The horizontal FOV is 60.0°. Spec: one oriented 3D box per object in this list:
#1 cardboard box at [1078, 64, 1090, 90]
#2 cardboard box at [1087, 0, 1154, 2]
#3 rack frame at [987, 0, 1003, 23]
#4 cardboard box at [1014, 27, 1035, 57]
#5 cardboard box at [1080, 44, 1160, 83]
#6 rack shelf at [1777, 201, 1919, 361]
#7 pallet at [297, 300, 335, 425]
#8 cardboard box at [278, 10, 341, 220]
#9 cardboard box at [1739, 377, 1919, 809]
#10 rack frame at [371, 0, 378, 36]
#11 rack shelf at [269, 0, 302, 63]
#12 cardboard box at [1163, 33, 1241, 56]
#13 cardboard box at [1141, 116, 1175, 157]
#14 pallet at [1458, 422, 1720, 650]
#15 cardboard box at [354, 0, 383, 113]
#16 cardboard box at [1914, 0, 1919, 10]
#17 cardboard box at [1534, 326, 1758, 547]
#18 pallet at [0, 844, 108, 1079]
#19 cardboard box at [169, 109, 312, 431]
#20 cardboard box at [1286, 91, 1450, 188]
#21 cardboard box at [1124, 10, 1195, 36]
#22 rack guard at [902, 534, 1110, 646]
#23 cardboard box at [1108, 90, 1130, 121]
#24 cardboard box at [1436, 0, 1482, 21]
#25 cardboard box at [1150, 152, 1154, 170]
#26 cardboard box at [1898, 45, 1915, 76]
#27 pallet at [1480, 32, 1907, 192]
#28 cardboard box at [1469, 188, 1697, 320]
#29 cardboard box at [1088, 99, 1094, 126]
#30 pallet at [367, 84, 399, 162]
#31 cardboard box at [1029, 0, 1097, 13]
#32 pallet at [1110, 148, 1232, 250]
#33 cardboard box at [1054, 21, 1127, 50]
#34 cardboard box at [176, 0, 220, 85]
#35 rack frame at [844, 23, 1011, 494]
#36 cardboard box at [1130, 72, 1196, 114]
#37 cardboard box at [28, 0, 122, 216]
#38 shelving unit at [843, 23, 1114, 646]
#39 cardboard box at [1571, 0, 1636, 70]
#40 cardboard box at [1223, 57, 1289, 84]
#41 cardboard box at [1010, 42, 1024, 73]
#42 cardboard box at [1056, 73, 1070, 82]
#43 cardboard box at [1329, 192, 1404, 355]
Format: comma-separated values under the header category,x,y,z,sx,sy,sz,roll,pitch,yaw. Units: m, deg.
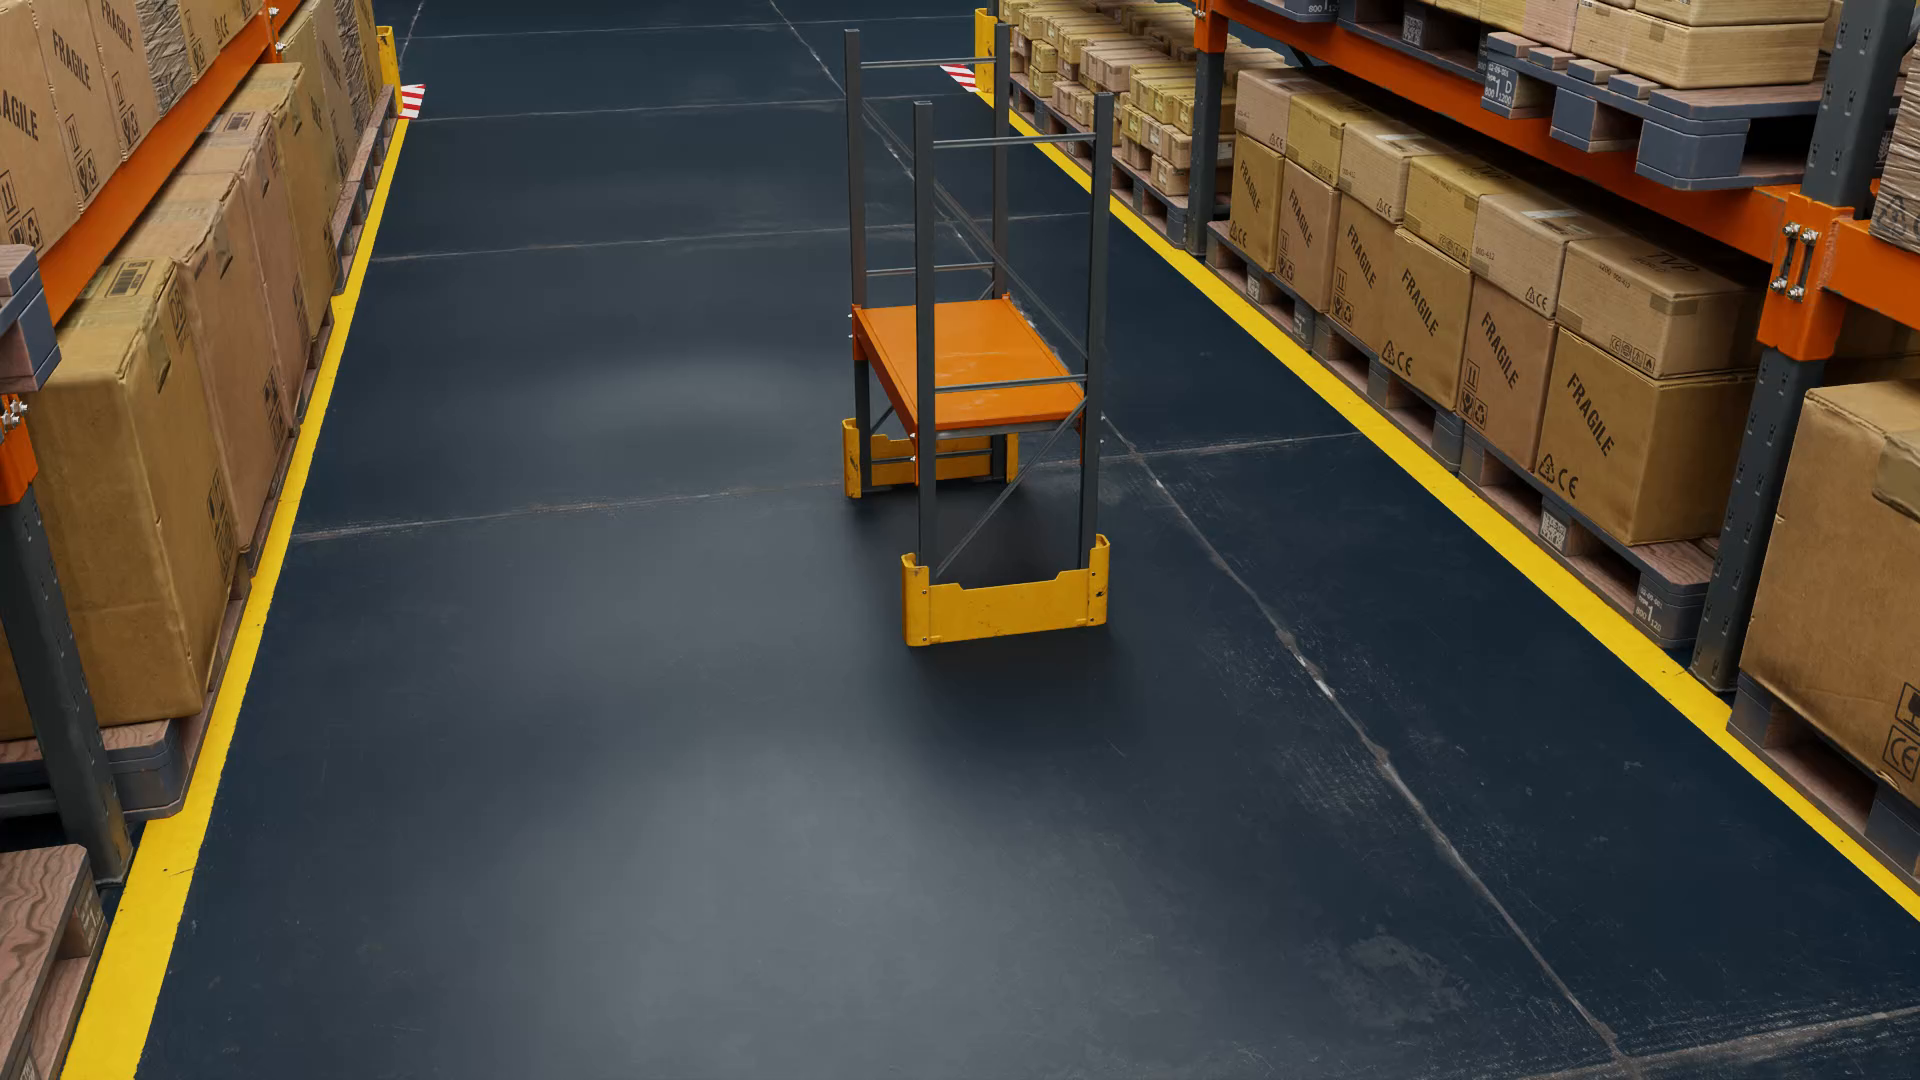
category,x,y,z,sx,sy,sz,roll,pitch,yaw
cardboard box,0.903,-2.735,9.707,0.380,0.149,0.250,-5,27,-9
cardboard box,1.047,-3.487,10.867,0.380,0.149,0.250,-6,27,-11
rack frame,0.681,-4.513,10.862,1.000,3.000,0.127,-6,27,-12
cardboard box,0.556,-3.179,10.586,0.380,0.149,0.250,-6,27,-12
cardboard box,0.883,-2.632,9.174,0.380,0.149,0.250,-7,28,-13
rack shelf,2.935,0.198,2.327,1.077,0.370,4.000,-6,27,-12
pallet,-3.025,-0.722,6.446,1.003,0.211,1.213,-6,27,-12
cardboard box,-3.343,-1.835,7.448,0.875,0.875,0.875,-6,27,-12
cardboard box,2.534,0.092,3.769,1.050,0.750,0.750,-6,27,-12
rack frame,-4.174,-4.054,9.952,1.000,3.000,0.127,-6,27,-12
rack shelf,-3.723,-2.855,8.375,1.077,0.370,4.000,-6,27,-12
cardboard box,1.380,-2.798,9.503,0.380,0.149,0.250,-6,27,-11
cardboard box,1.129,-2.028,8.307,0.380,0.149,0.250,-7,28,-14
pallet,2.310,-0.099,5.213,1.003,0.211,1.213,-6,27,-12
cardboard box,-3.952,-3.020,9.796,0.875,0.875,0.875,-6,27,-12
cardboard box,2.571,-1.442,4.260,0.380,0.149,0.250,-5,27,-9
cardboard box,2.081,-0.335,4.893,0.500,0.500,0.500,-6,27,-12
pallet,-2.196,1.046,2.943,1.003,0.211,1.213,-6,27,-12
cardboard box,-2.906,-0.866,5.528,1.225,0.875,0.875,-7,28,-13
cardboard box,1.614,-1.579,6.525,0.500,0.250,0.500,-5,27,-10
cardboard box,1.227,-3.150,10.199,0.380,0.149,0.250,-7,28,-14
rack guard,0.129,0.141,4.694,0.587,0.250,0.087,-6,27,-12
cardboard box,1.014,-2.374,8.992,0.380,0.149,0.250,-5,27,-10
cardboard box,1.698,-1.696,5.094,0.380,0.149,0.250,-7,28,-14
cardboard box,1.185,-1.932,8.447,0.380,0.149,0.250,-5,27,-10
cardboard box,2.580,-1.293,4.296,0.380,0.149,0.250,-6,27,-12
pallet,2.220,-1.217,4.546,1.213,0.211,1.003,-6,27,-12
cardboard box,1.950,-0.902,5.183,0.500,0.250,0.500,-6,27,-11
cardboard box,0.936,-2.385,9.344,0.380,0.149,0.250,-5,27,-11
pallet,-3.917,-2.466,9.901,1.003,0.211,1.213,-6,27,-12
cardboard box,0.648,-3.320,10.537,0.380,0.149,0.250,-5,27,-11
pallet,1.397,-1.803,8.589,1.003,0.211,1.213,-6,27,-12
cardboard box,0.770,-2.973,9.849,0.380,0.149,0.250,-5,27,-10
cardboard box,-2.672,-1.718,5.214,0.500,0.500,0.500,-6,27,-12
rack frame,-0.095,-0.855,5.280,0.500,1.500,0.032,-6,27,-12
cardboard box,1.090,-2.284,8.483,0.380,0.149,0.250,-6,27,-12
cardboard box,-2.334,-1.054,3.897,0.500,0.500,0.500,-7,28,-13
shelving unit,0.017,-0.636,4.846,0.587,1.500,1.083,-6,27,-12
cardboard box,1.871,-1.355,4.419,0.380,0.149,0.250,-6,27,-12
cardboard box,1.517,-2.455,8.822,0.380,0.149,0.250,-7,28,-13
cardboard box,0.487,-3.165,10.890,0.380,0.149,0.250,-5,27,-11
cardboard box,0.790,-2.725,10.017,0.380,0.149,0.250,-6,27,-11
cardboard box,1.743,-1.017,6.243,0.500,0.500,0.500,-5,27,-11
